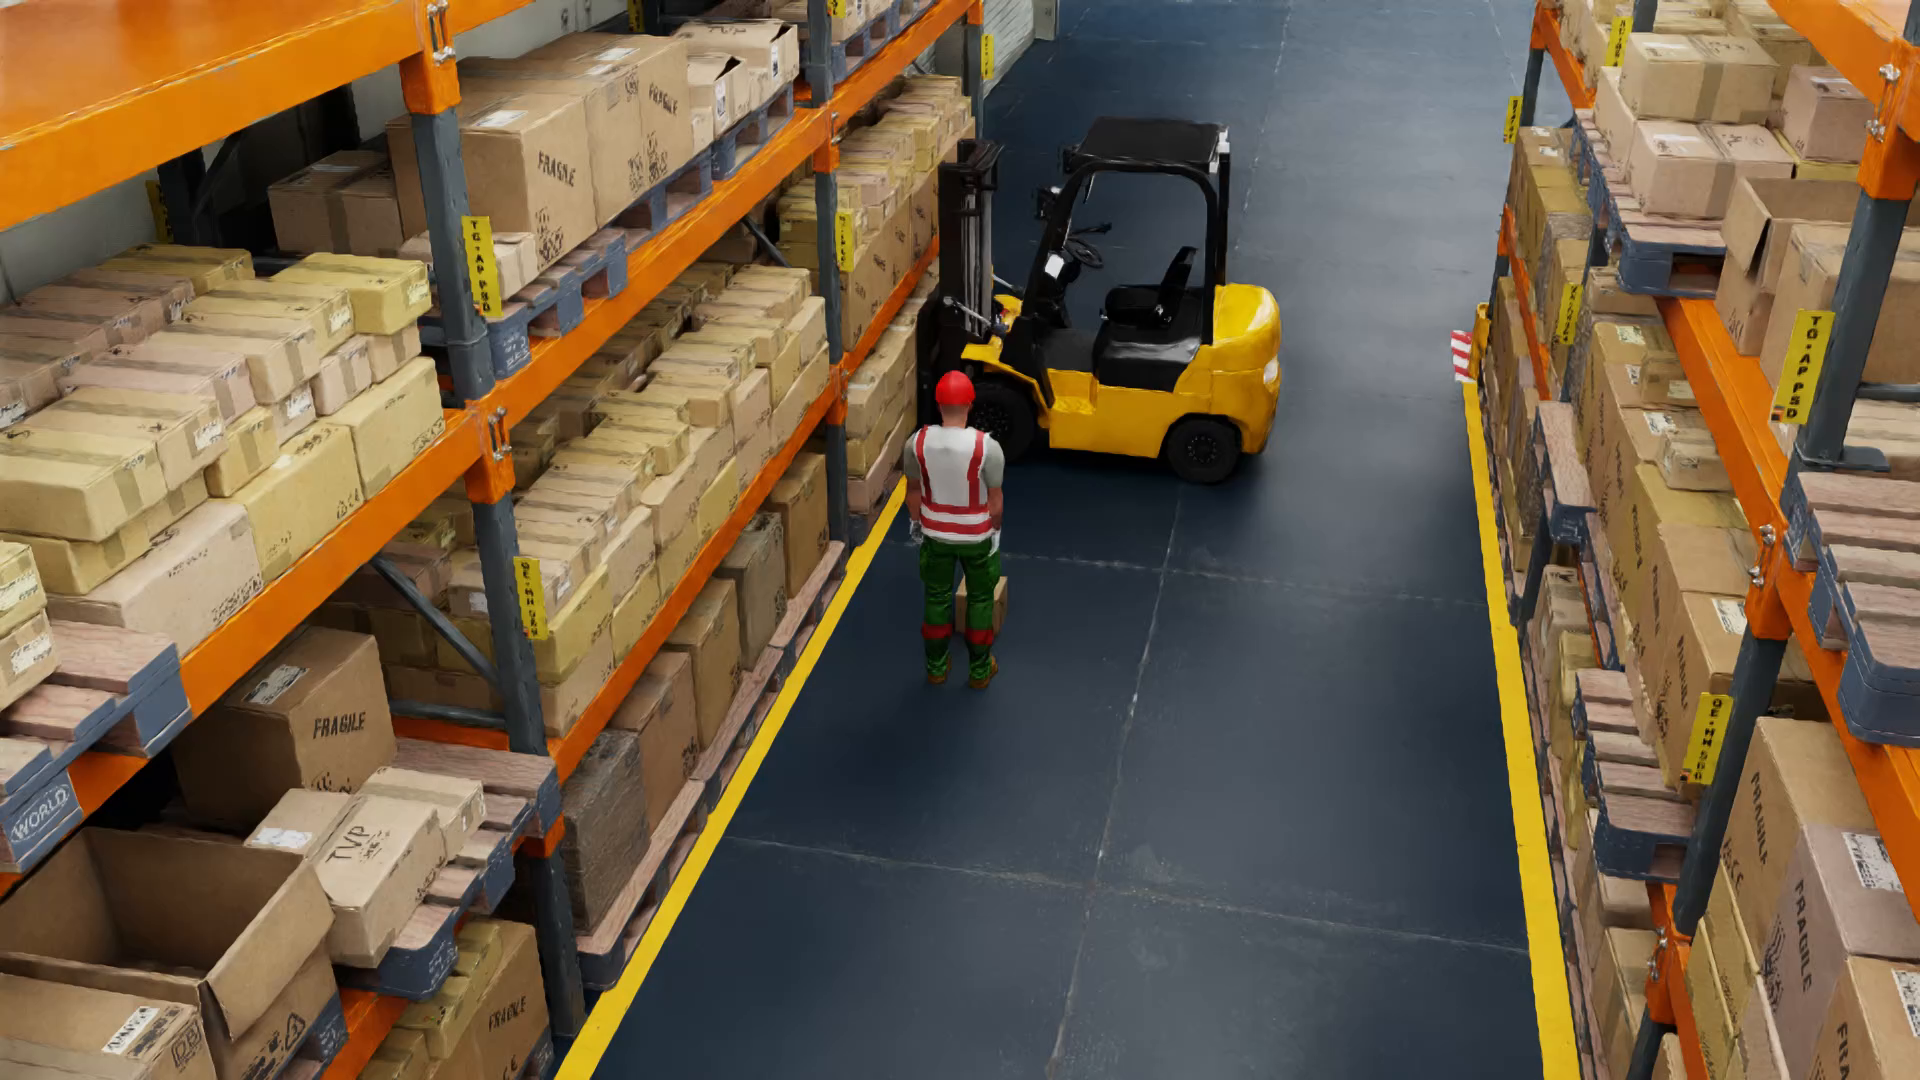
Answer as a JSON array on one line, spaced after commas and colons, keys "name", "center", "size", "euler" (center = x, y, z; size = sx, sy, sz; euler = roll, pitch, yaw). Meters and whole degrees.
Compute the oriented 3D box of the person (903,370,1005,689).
[{"name": "person", "center": [-0.022, -0.049, 8.697], "size": [0.527, 1.779, 0.347], "euler": [6, 29, 12]}]
